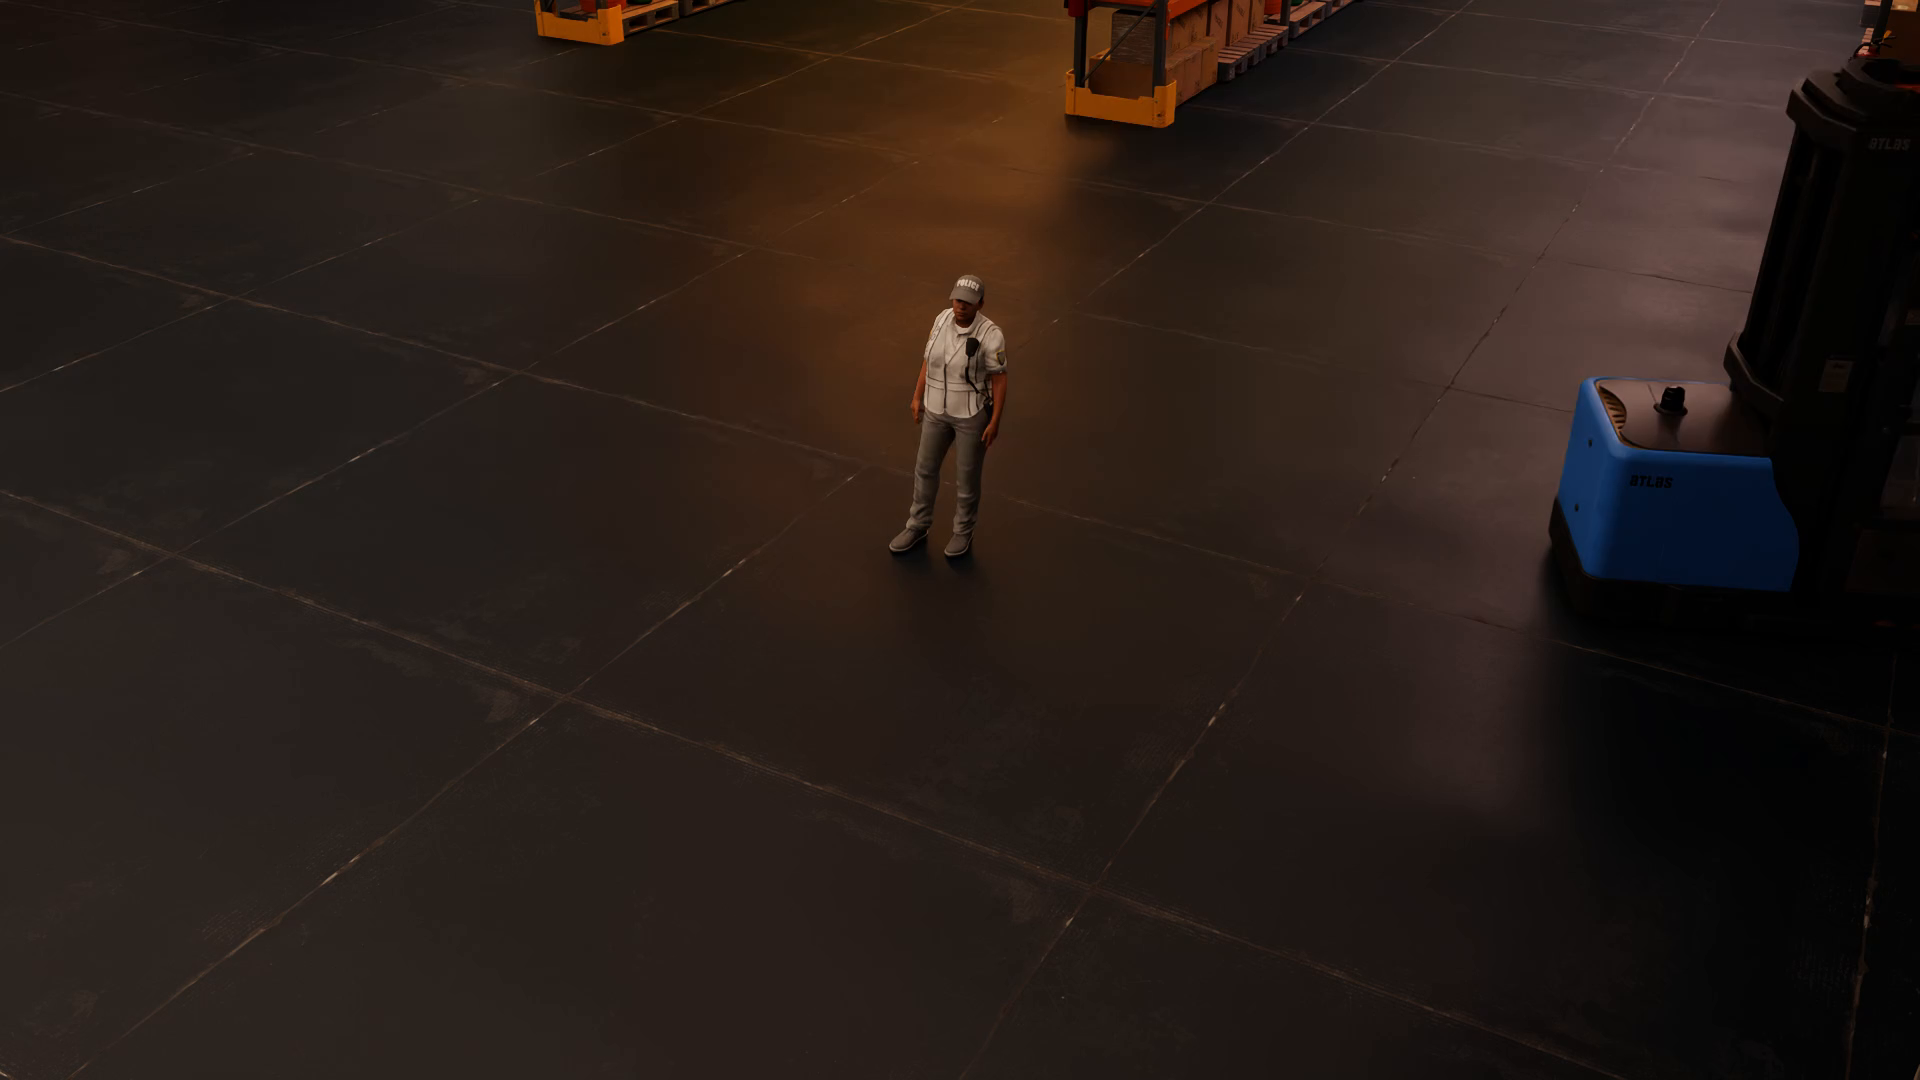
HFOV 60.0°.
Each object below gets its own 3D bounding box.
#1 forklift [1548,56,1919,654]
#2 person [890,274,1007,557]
[{"bbox_3d":[4.958,-0.940,8.700,3.031,2.935,1.130,4,30,7],"label":"forklift"},{"bbox_3d":[-0.057,-0.701,9.534,0.598,1.670,0.529,15,33,25],"label":"person"}]
